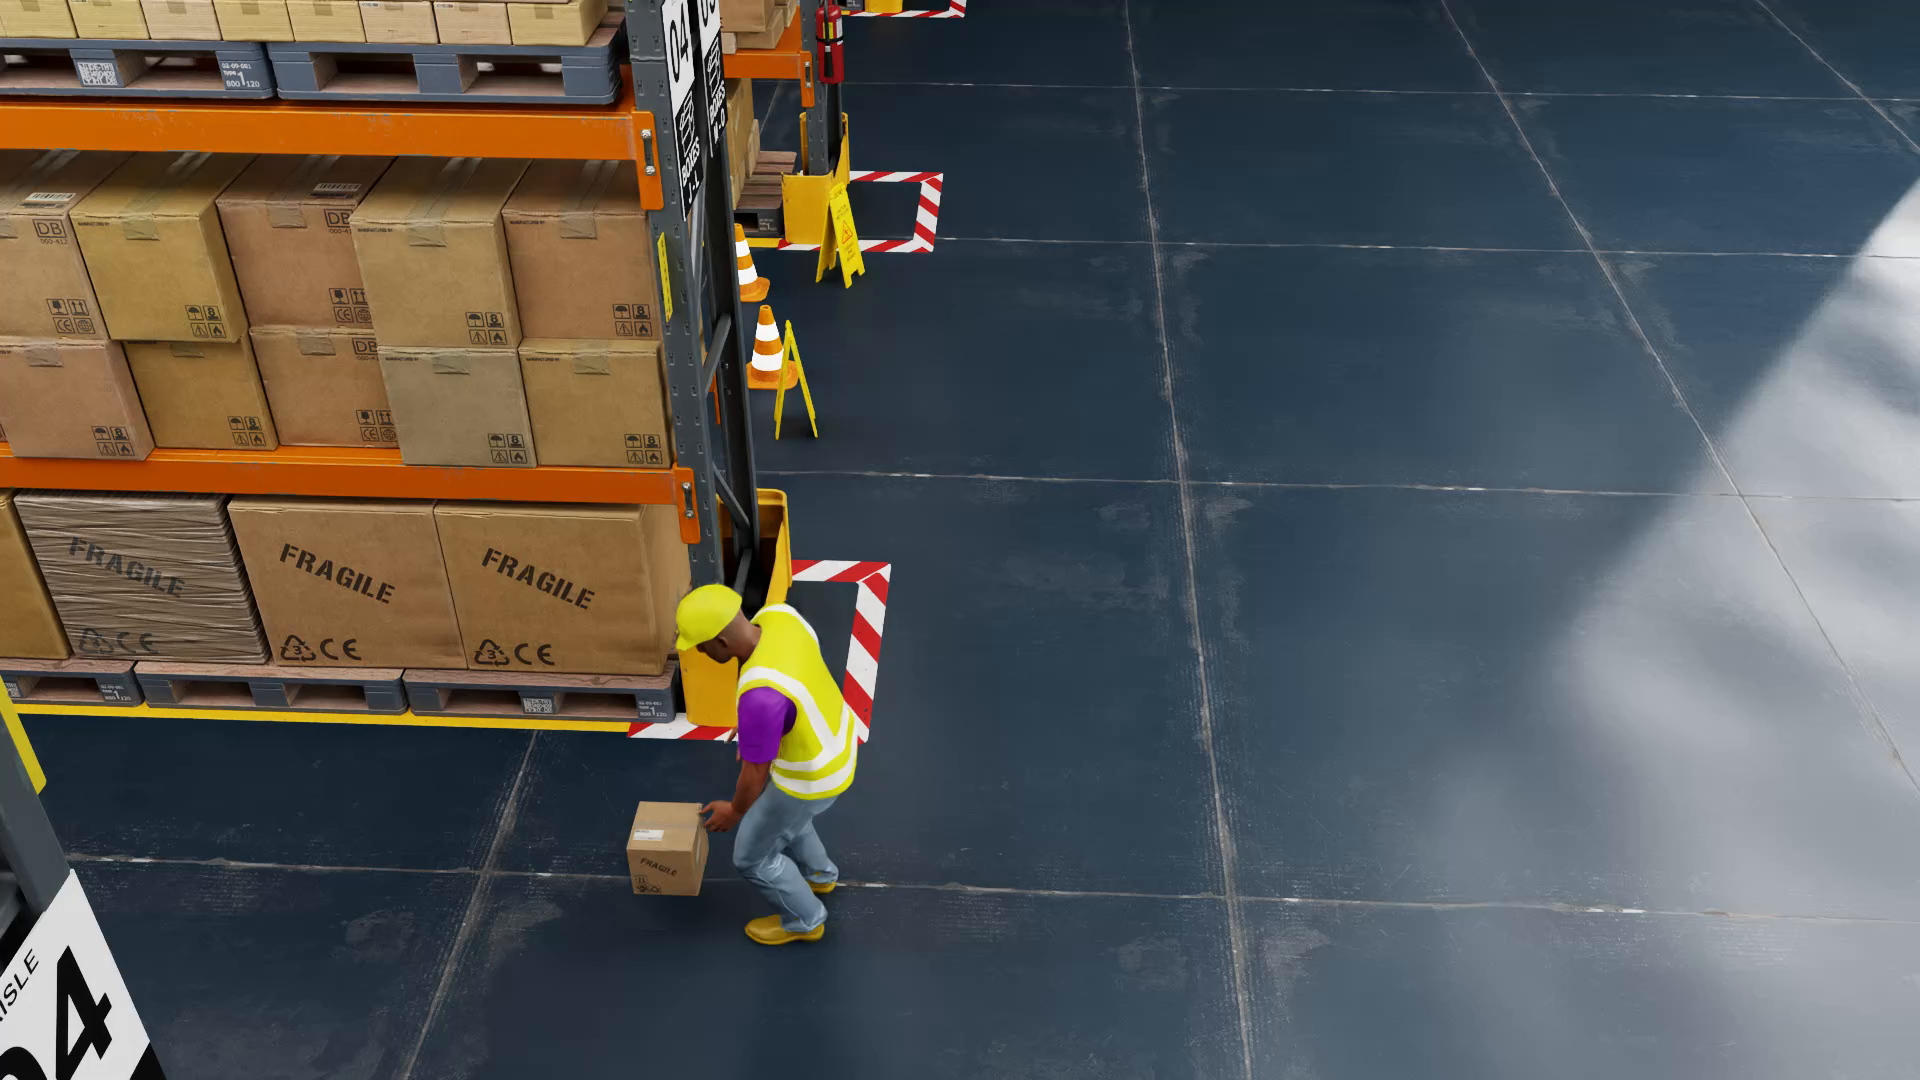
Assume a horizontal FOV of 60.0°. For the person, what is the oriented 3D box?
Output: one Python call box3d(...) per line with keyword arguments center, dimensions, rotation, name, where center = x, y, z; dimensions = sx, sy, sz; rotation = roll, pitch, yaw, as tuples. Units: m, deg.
box3d(center=(-0.679, 0.822, 6.078), dimensions=(0.599, 1.612, 0.616), rotation=(2, 36, 3), name="person")
